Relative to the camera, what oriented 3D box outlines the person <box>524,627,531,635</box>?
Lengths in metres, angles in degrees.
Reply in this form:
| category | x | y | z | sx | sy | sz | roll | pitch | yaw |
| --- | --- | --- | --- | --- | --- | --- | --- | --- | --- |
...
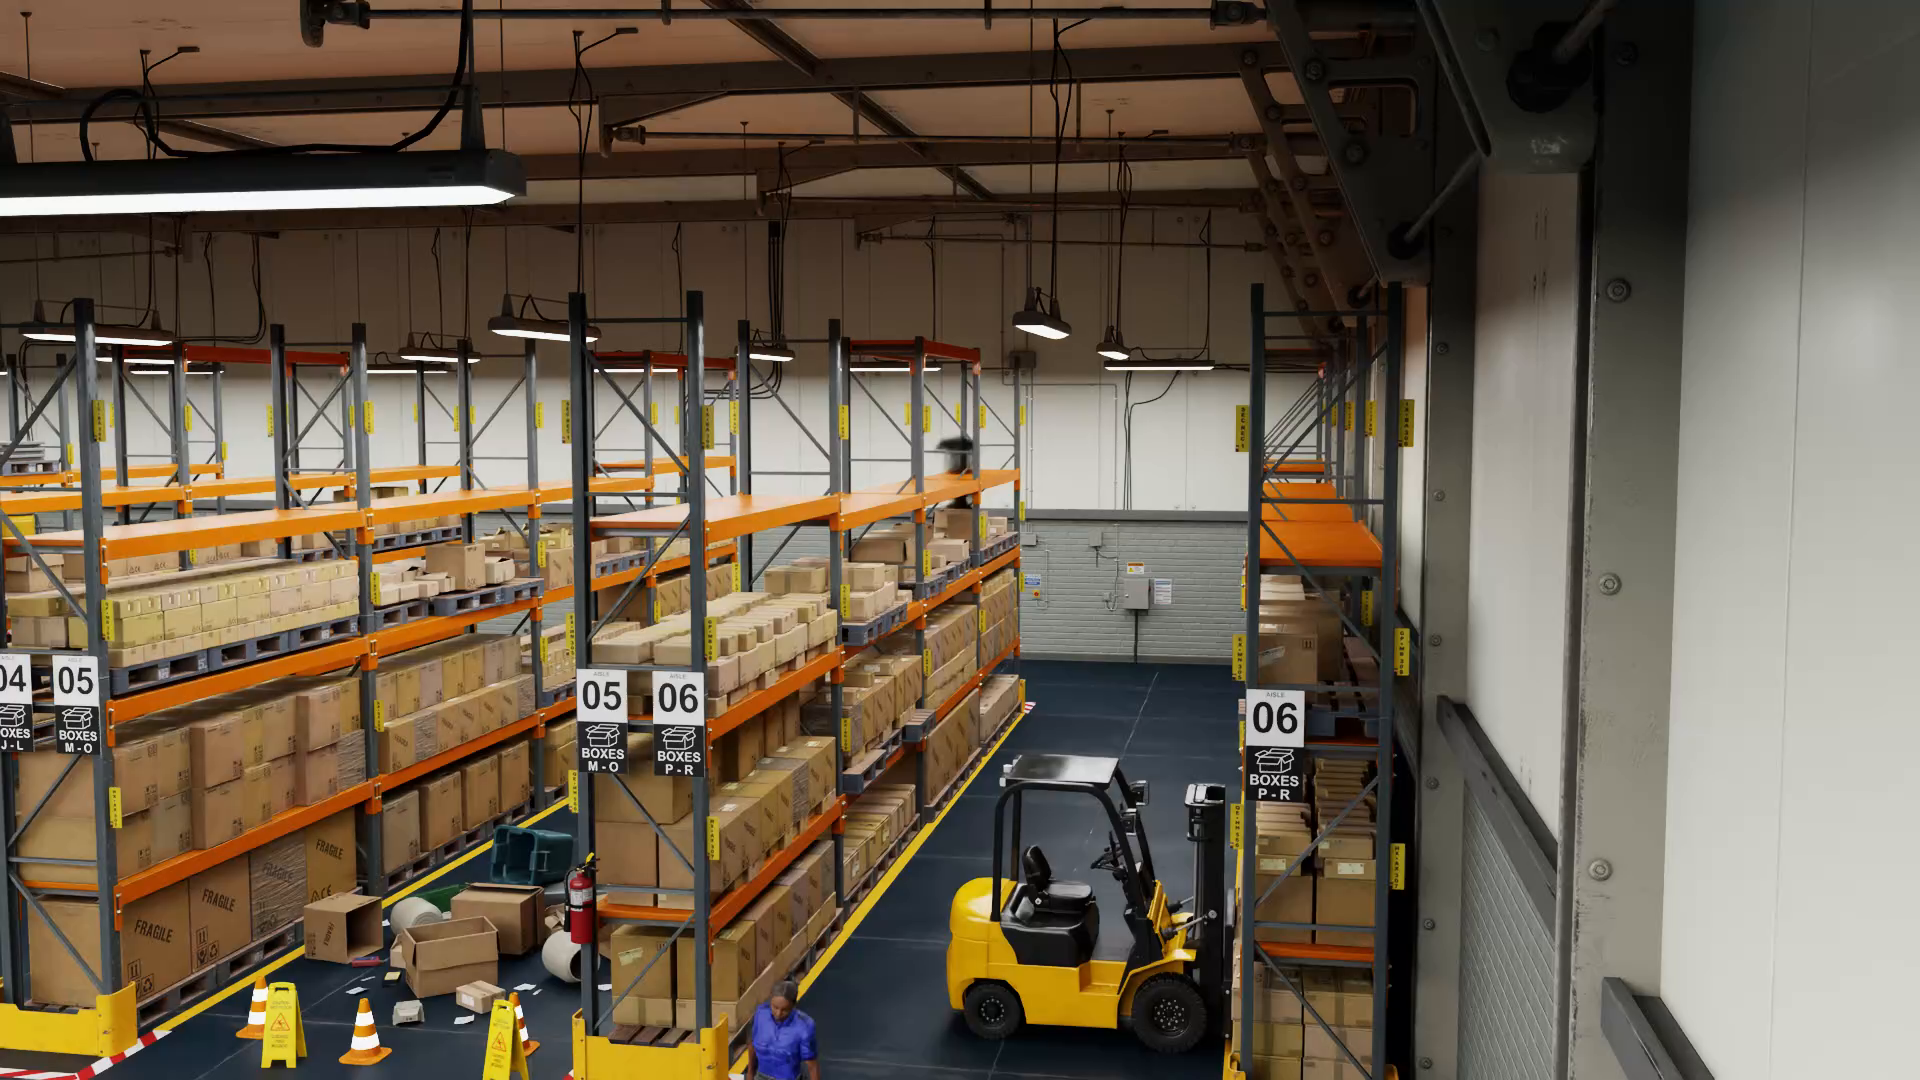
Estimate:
| category | x | y | z | sx | sy | sz | roll | pitch | yaw |
| --- | --- | --- | --- | --- | --- | --- | --- | --- | --- |
| person | -6.878 | 2.194 | 26.869 | 0.614 | 1.646 | 0.719 | 0 | 5 | -2 |

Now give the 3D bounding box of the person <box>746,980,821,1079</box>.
| category | x | y | z | sx | sy | sz | roll | pitch | yaw |
| --- | --- | --- | --- | --- | --- | --- | --- | --- | --- |
| person | -1.150 | 3.520 | 10.683 | 0.720 | 1.561 | 0.612 | 2 | 5 | 19 |
